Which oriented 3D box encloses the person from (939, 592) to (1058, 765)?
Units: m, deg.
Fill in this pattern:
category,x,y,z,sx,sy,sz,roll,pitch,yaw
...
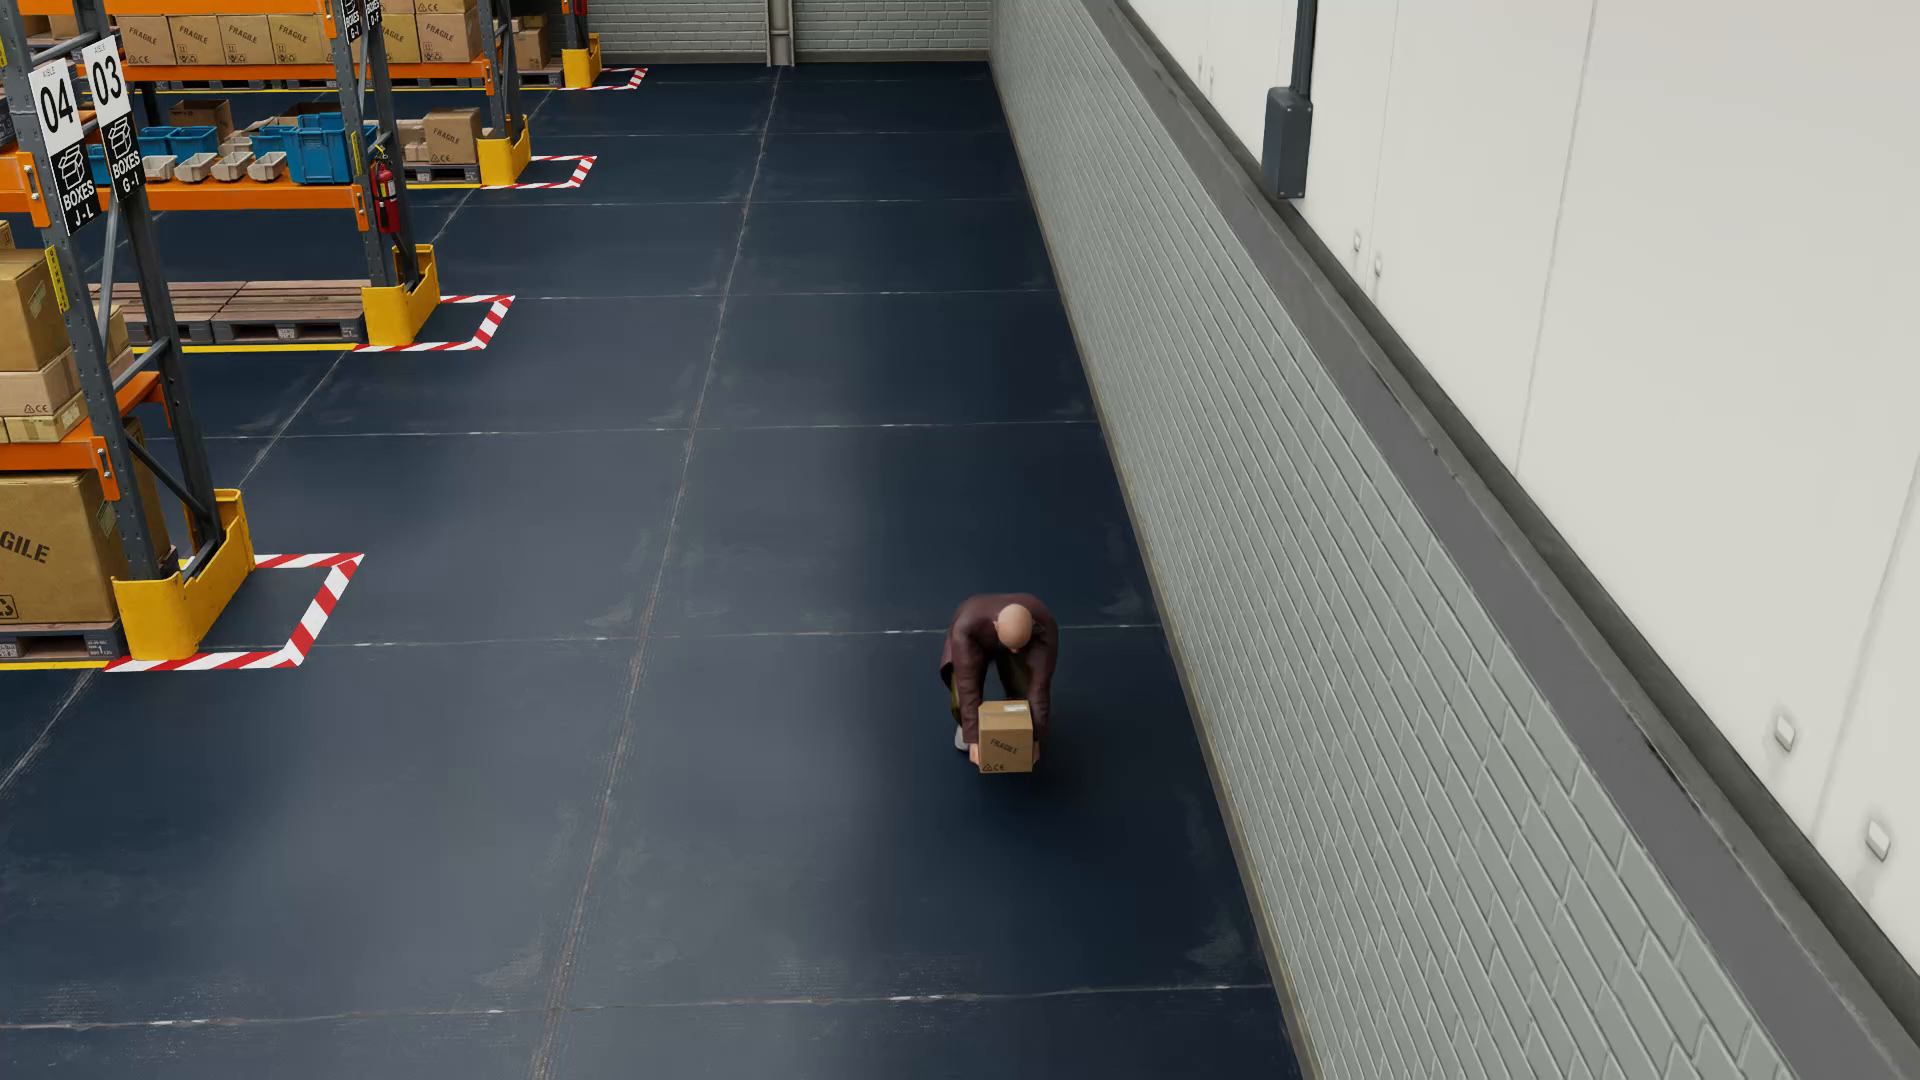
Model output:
category,x,y,z,sx,sy,sz,roll,pitch,yaw
person,0.186,0.640,8.260,0.578,0.987,0.924,-2,27,-4
